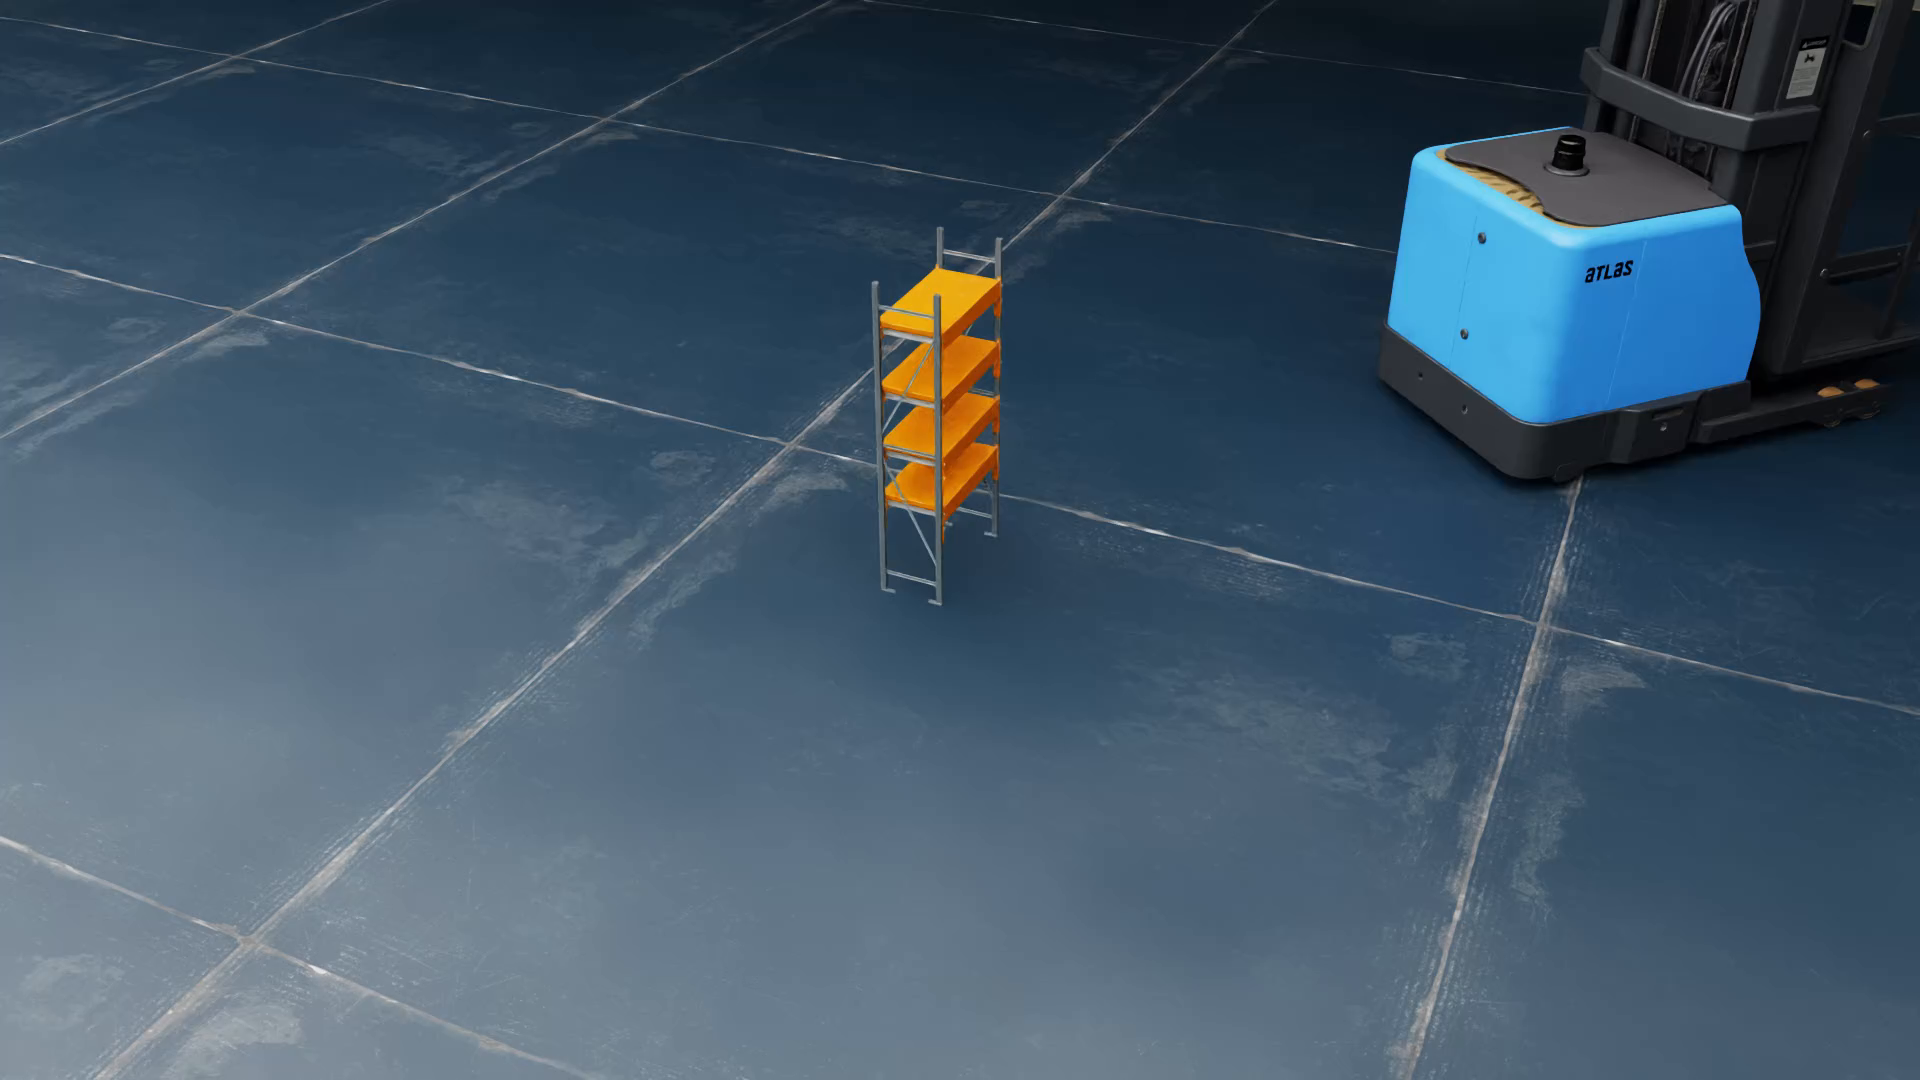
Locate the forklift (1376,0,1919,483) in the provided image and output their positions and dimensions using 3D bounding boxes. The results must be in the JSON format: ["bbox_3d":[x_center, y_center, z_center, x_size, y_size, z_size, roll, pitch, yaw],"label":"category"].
[{"bbox_3d":[3.377,-1.956,6.560,3.031,2.935,1.130,-12,35,-18],"label":"forklift"}]

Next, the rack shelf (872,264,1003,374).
[{"bbox_3d":[-0.069,-0.748,5.580,0.258,0.148,0.480,14,36,20],"label":"rack shelf"}]

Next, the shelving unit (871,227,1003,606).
[{"bbox_3d":[-0.069,-0.419,5.795,0.258,1.200,0.503,14,36,20],"label":"shelving unit"}]

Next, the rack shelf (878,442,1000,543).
[{"bbox_3d":[-0.069,-0.197,5.941,0.258,0.148,0.480,14,36,20],"label":"rack shelf"}]

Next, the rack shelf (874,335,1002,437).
[{"bbox_3d":[-0.069,-0.550,5.710,0.258,0.148,0.480,14,36,20],"label":"rack shelf"}]

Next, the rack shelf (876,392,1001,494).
[{"bbox_3d":[-0.069,-0.363,5.832,0.258,0.148,0.480,14,36,20],"label":"rack shelf"}]

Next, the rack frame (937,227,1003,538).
[{"bbox_3d":[0.033,-0.541,5.981,0.240,1.200,0.015,14,36,20],"label":"rack frame"}]

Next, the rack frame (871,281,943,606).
[{"bbox_3d":[-0.171,-0.298,5.610,0.240,1.200,0.015,14,36,20],"label":"rack frame"}]
